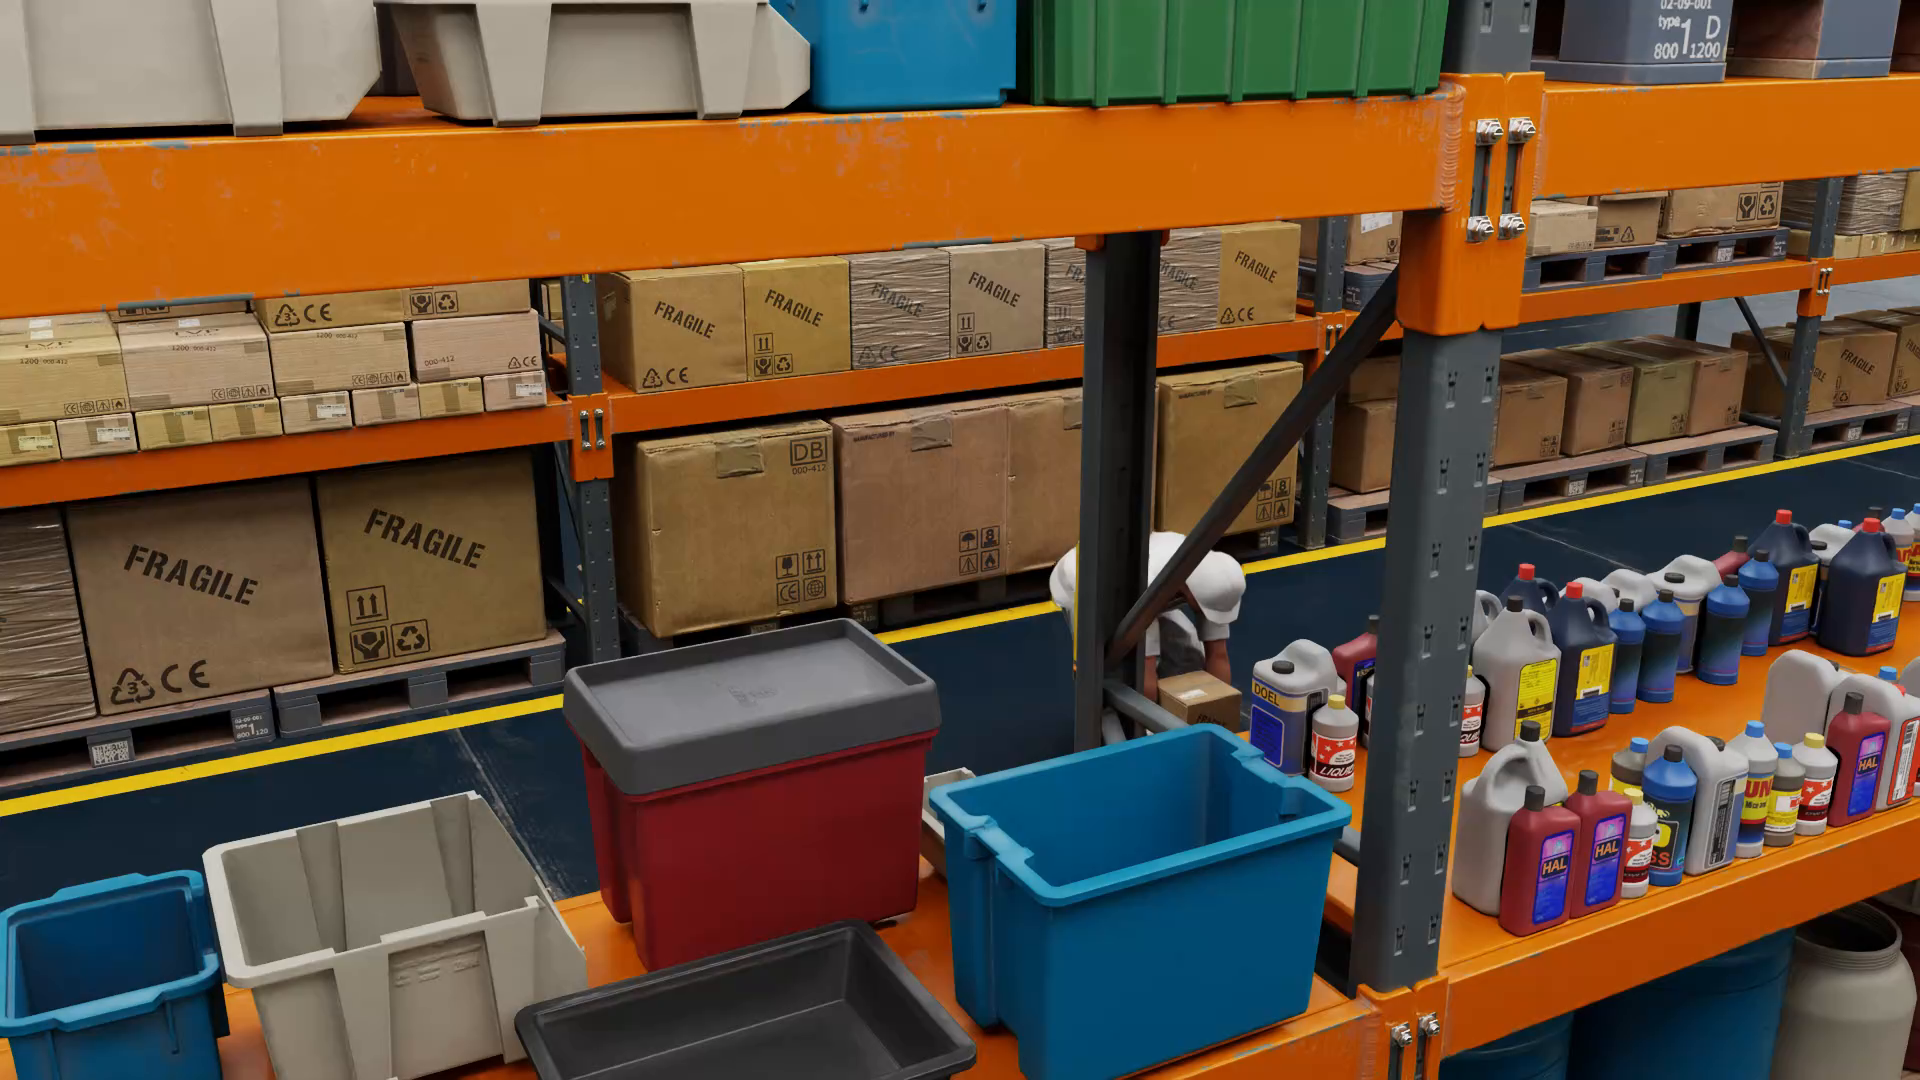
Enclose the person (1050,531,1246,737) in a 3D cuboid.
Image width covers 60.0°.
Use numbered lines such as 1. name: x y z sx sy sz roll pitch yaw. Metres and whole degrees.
1. person: 0.751 0.417 6.528 0.540 0.993 0.960 -10 21 -29
